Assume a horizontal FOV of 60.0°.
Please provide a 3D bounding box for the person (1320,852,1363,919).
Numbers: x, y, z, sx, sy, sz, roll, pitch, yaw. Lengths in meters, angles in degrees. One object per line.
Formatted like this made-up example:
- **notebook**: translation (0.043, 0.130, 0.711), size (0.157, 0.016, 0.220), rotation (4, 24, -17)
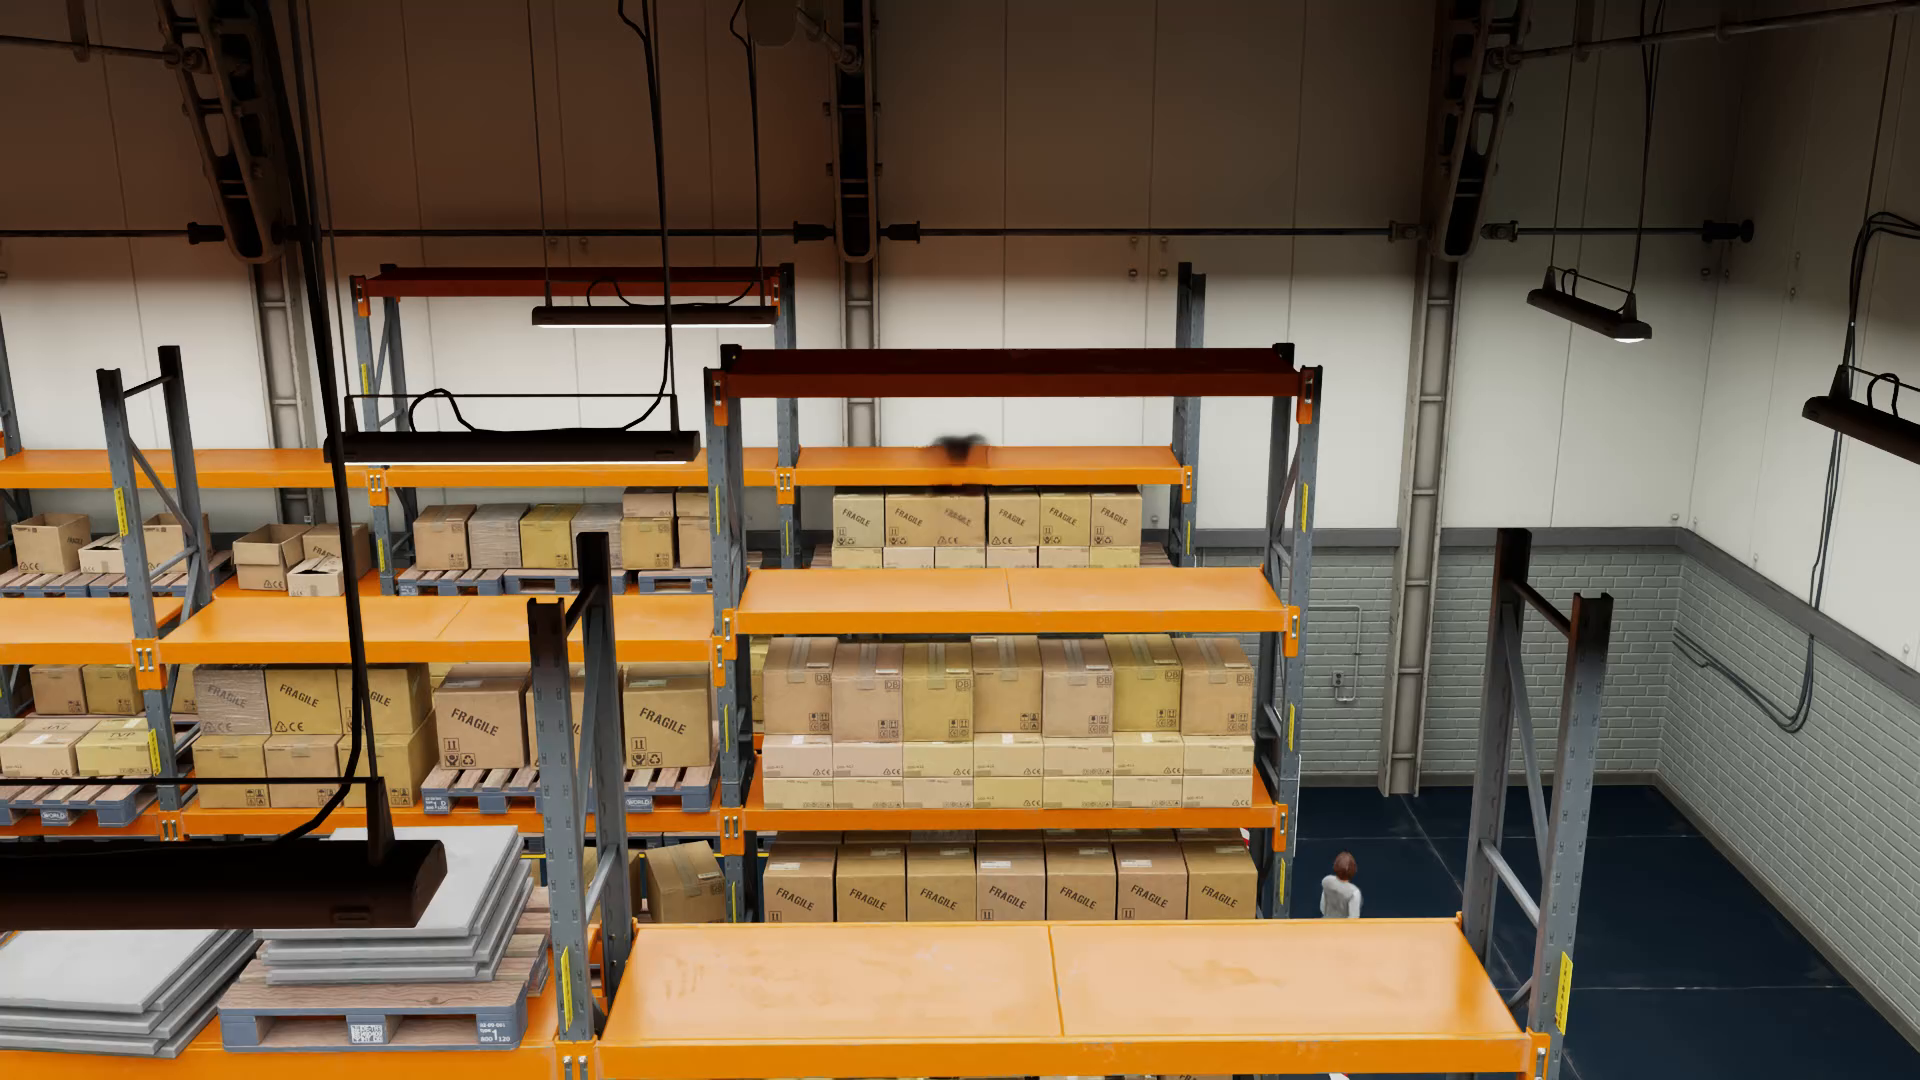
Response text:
- **person**: translation (3.222, 3.387, 14.066), size (0.343, 1.611, 0.451), rotation (-11, 19, -33)
